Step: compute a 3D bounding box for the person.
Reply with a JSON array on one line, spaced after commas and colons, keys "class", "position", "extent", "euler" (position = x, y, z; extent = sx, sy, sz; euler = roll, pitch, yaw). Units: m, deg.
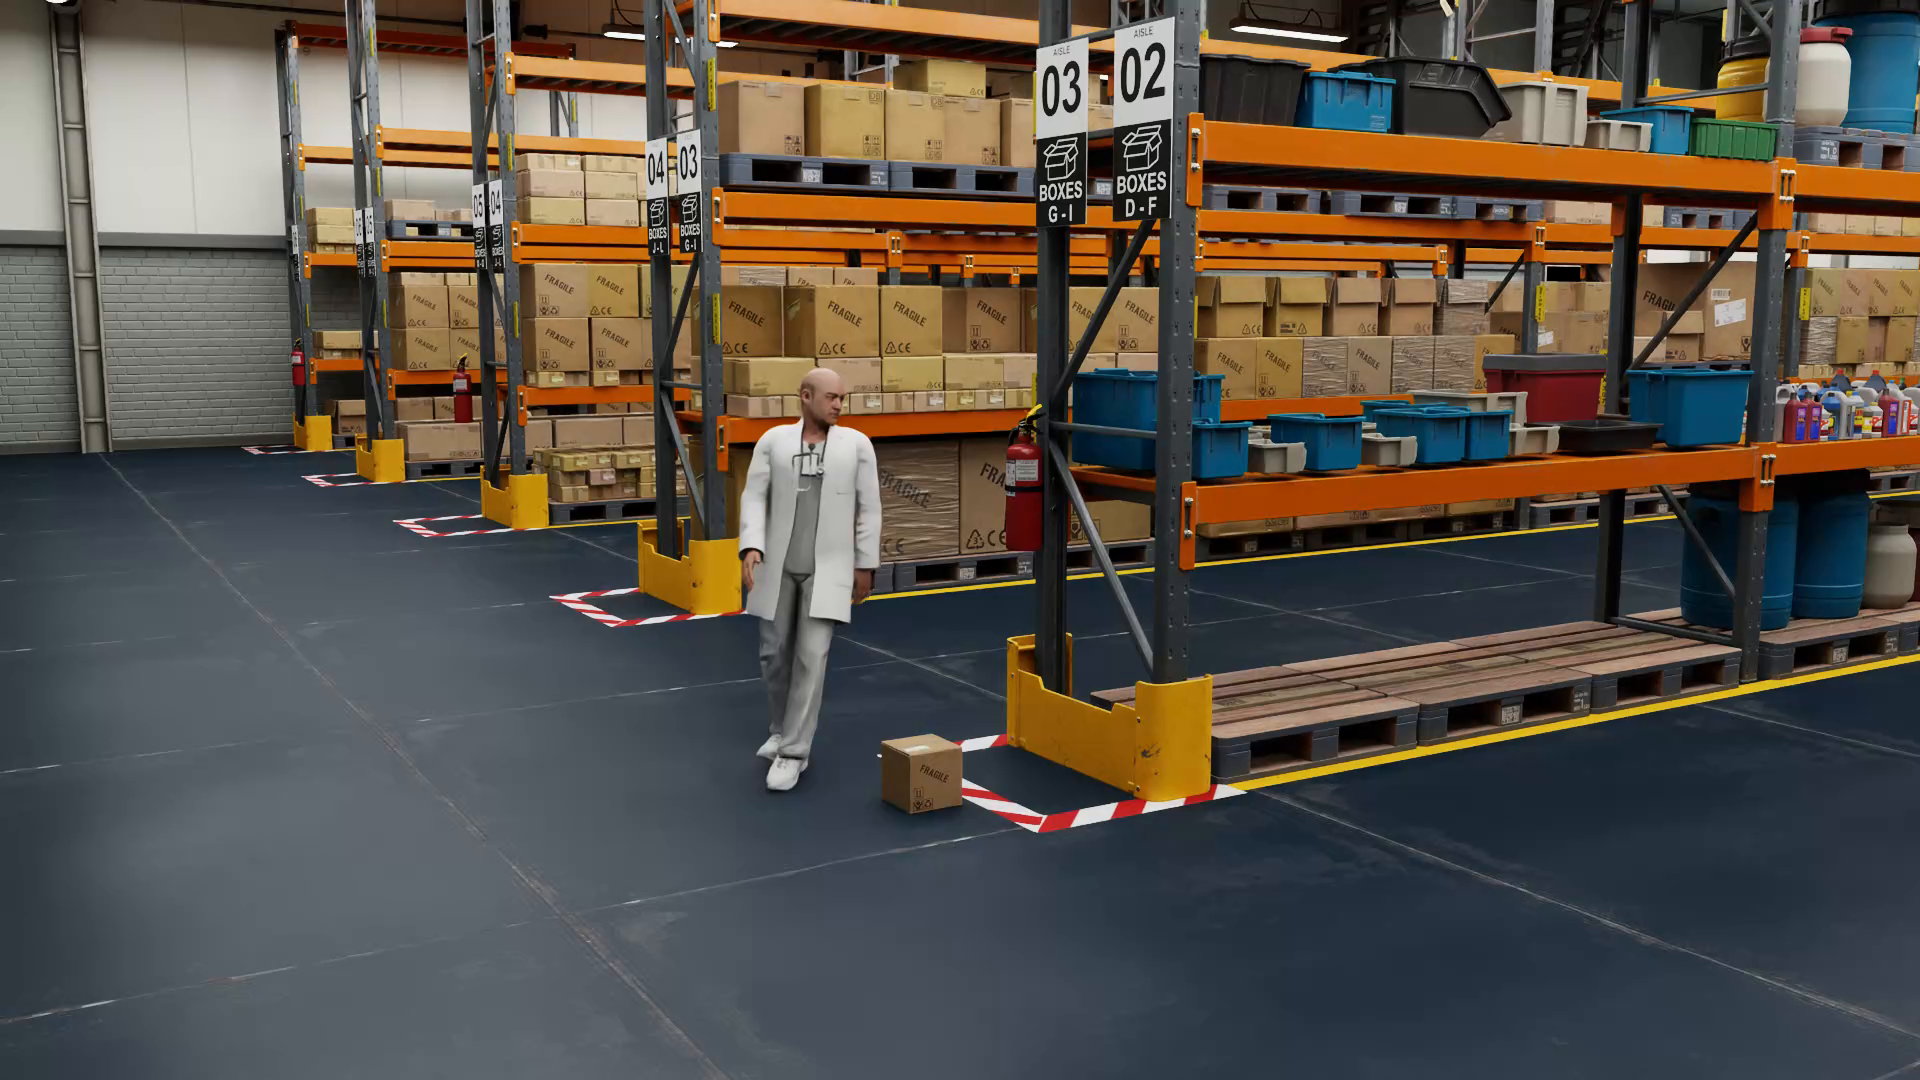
[{"class": "person", "position": [-0.666, 0.147, 7.257], "extent": [0.605, 1.781, 0.675], "euler": [1, 8, 5]}]
